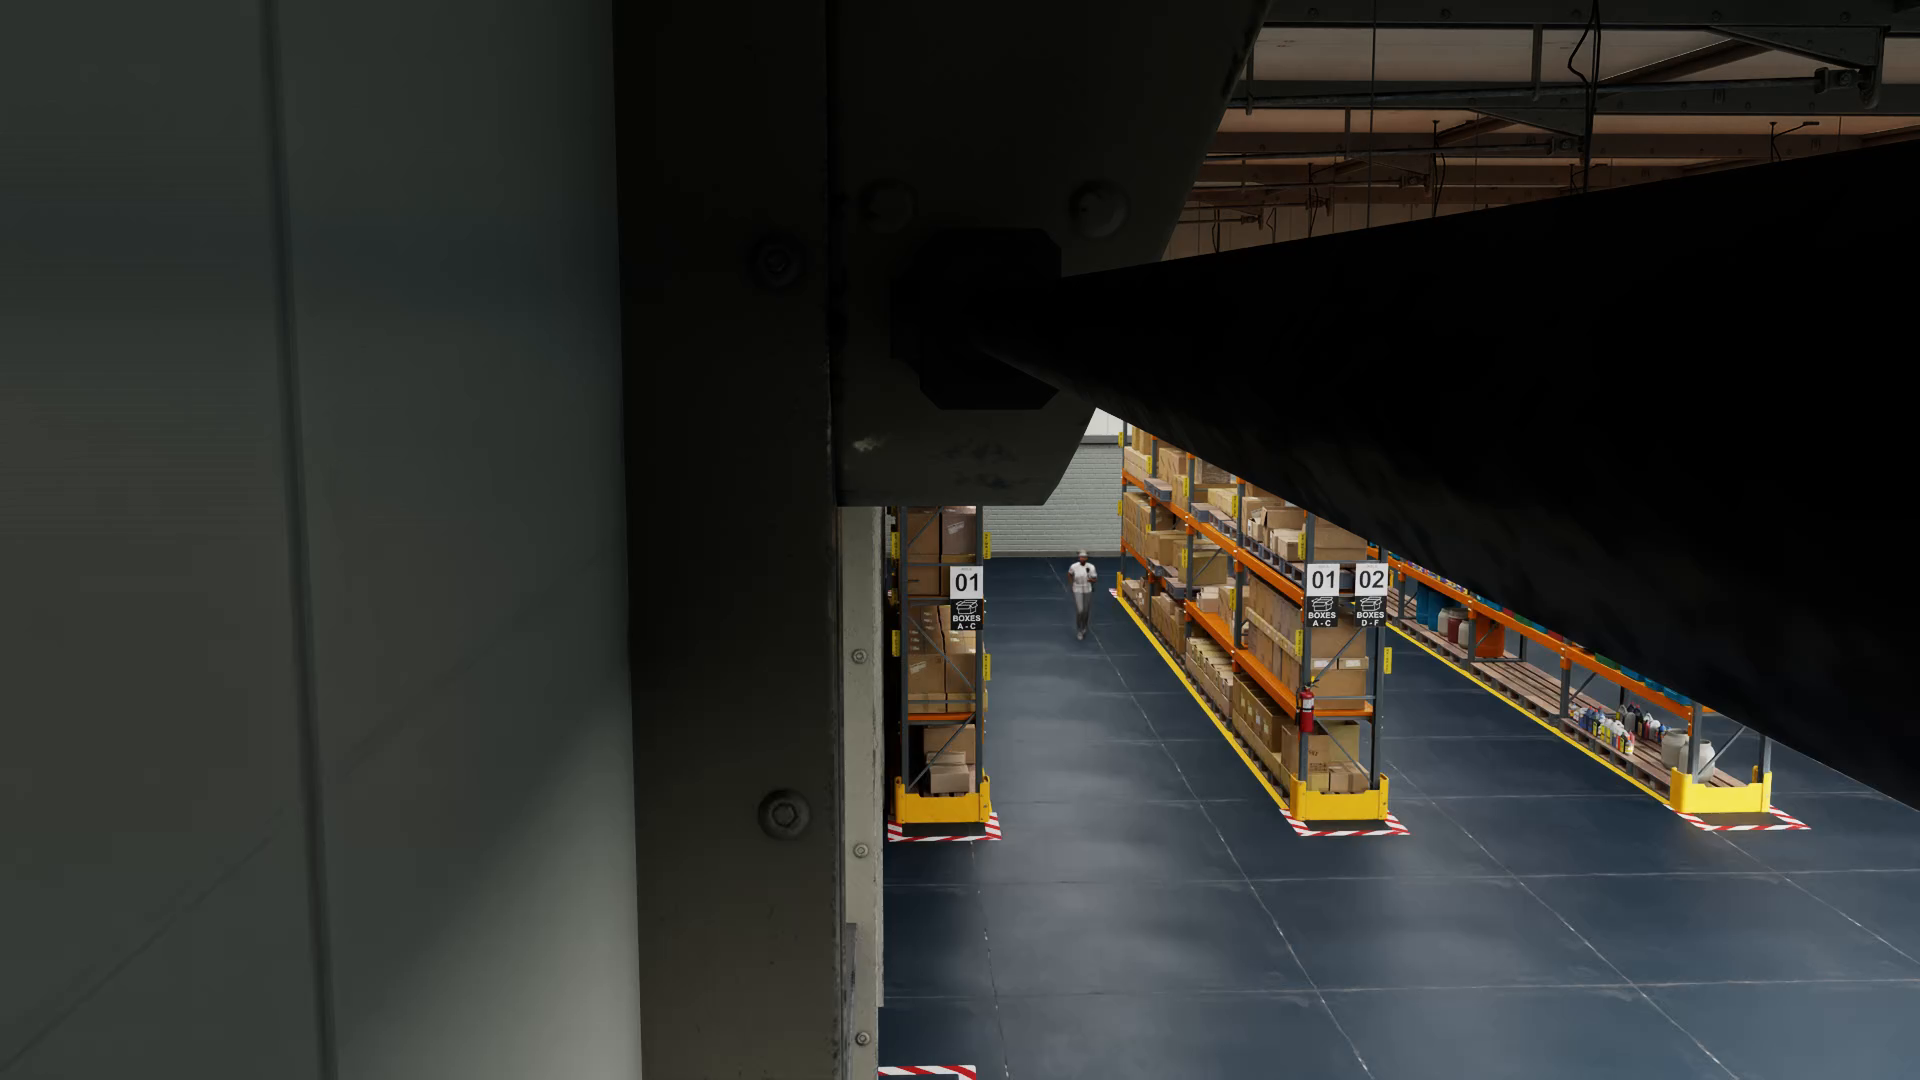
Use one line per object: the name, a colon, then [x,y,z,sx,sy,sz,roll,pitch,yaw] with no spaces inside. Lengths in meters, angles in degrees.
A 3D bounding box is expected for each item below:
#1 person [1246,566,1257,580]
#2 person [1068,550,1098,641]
person: [6.045,0.843,33.080,0.624,1.749,0.726,-2,8,-12]
person: [2.353,1.025,31.804,0.566,1.737,0.749,0,8,-1]
